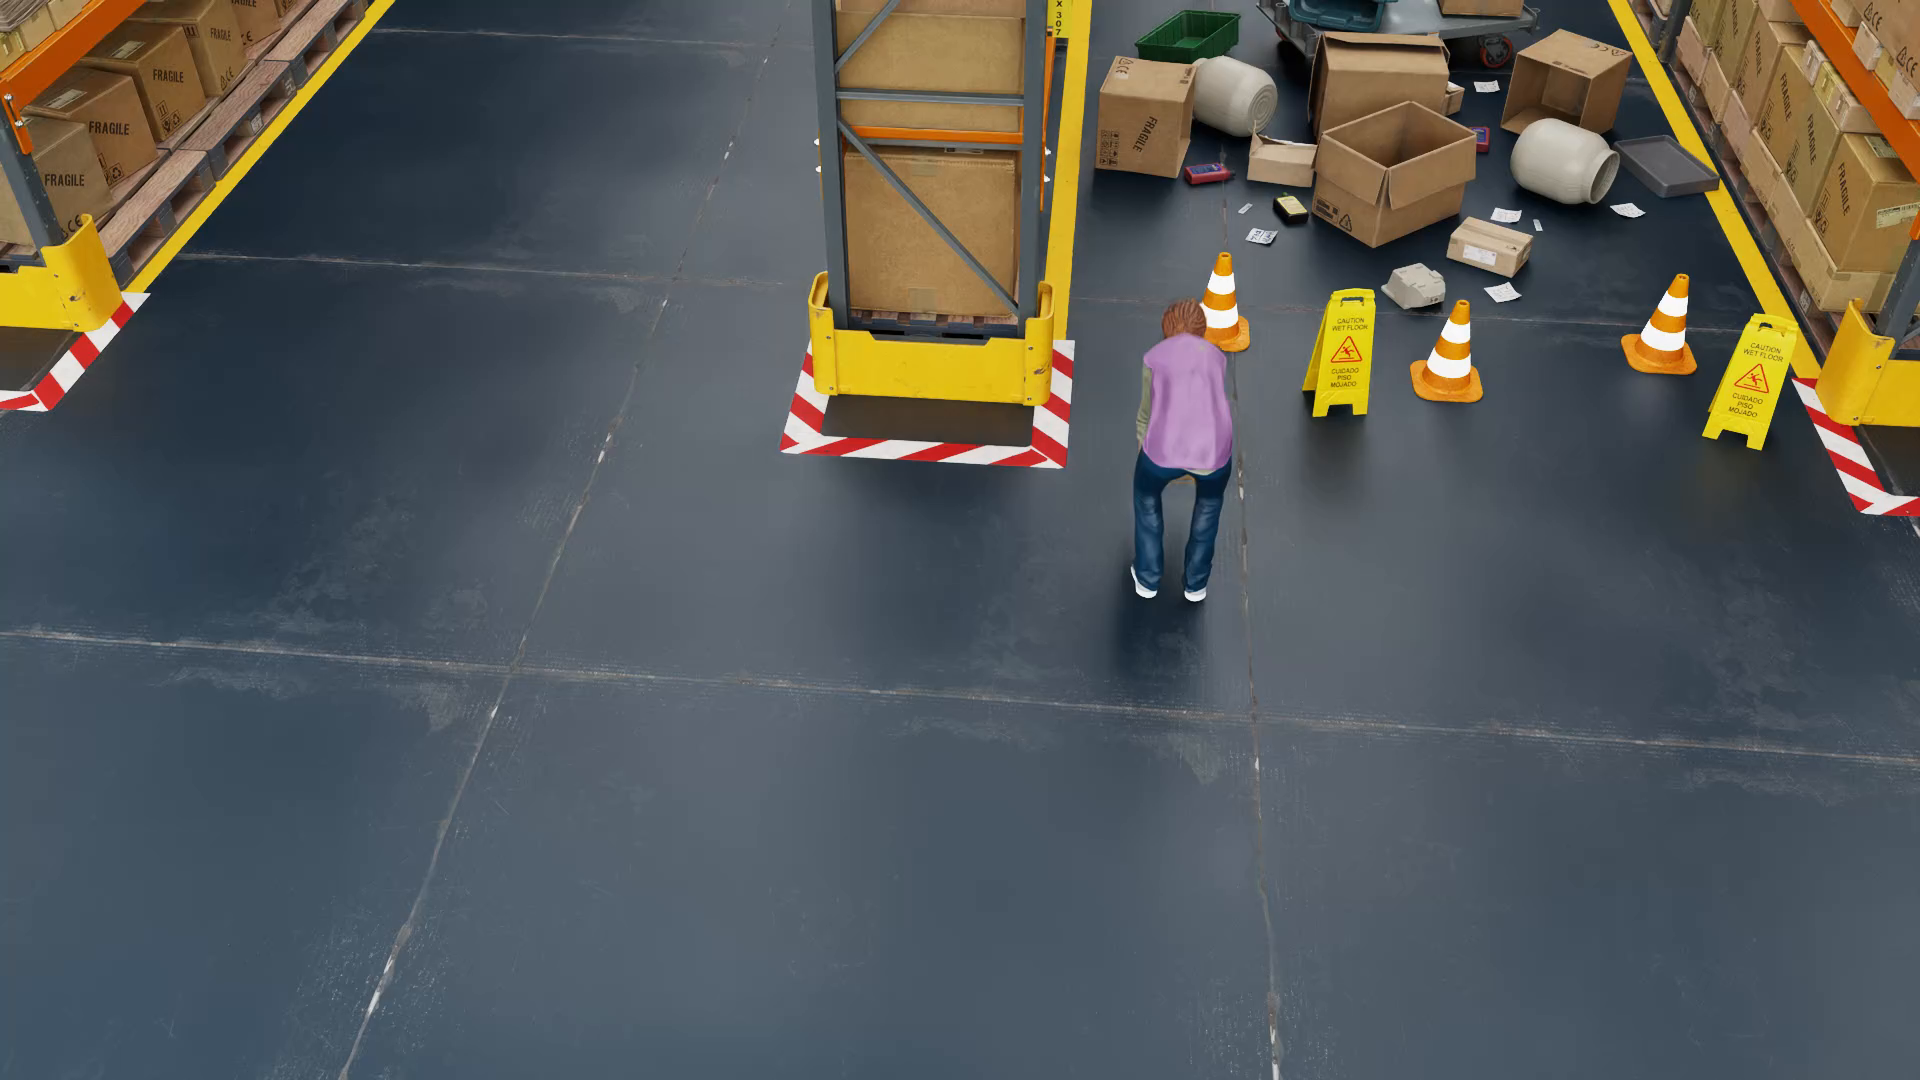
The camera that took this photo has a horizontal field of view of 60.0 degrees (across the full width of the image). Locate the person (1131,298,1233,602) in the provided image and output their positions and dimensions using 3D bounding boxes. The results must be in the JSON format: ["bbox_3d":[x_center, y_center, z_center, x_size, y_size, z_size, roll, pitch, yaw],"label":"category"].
[{"bbox_3d":[0.921,-0.358,6.974,0.388,1.090,0.858,2,41,2],"label":"person"}]
